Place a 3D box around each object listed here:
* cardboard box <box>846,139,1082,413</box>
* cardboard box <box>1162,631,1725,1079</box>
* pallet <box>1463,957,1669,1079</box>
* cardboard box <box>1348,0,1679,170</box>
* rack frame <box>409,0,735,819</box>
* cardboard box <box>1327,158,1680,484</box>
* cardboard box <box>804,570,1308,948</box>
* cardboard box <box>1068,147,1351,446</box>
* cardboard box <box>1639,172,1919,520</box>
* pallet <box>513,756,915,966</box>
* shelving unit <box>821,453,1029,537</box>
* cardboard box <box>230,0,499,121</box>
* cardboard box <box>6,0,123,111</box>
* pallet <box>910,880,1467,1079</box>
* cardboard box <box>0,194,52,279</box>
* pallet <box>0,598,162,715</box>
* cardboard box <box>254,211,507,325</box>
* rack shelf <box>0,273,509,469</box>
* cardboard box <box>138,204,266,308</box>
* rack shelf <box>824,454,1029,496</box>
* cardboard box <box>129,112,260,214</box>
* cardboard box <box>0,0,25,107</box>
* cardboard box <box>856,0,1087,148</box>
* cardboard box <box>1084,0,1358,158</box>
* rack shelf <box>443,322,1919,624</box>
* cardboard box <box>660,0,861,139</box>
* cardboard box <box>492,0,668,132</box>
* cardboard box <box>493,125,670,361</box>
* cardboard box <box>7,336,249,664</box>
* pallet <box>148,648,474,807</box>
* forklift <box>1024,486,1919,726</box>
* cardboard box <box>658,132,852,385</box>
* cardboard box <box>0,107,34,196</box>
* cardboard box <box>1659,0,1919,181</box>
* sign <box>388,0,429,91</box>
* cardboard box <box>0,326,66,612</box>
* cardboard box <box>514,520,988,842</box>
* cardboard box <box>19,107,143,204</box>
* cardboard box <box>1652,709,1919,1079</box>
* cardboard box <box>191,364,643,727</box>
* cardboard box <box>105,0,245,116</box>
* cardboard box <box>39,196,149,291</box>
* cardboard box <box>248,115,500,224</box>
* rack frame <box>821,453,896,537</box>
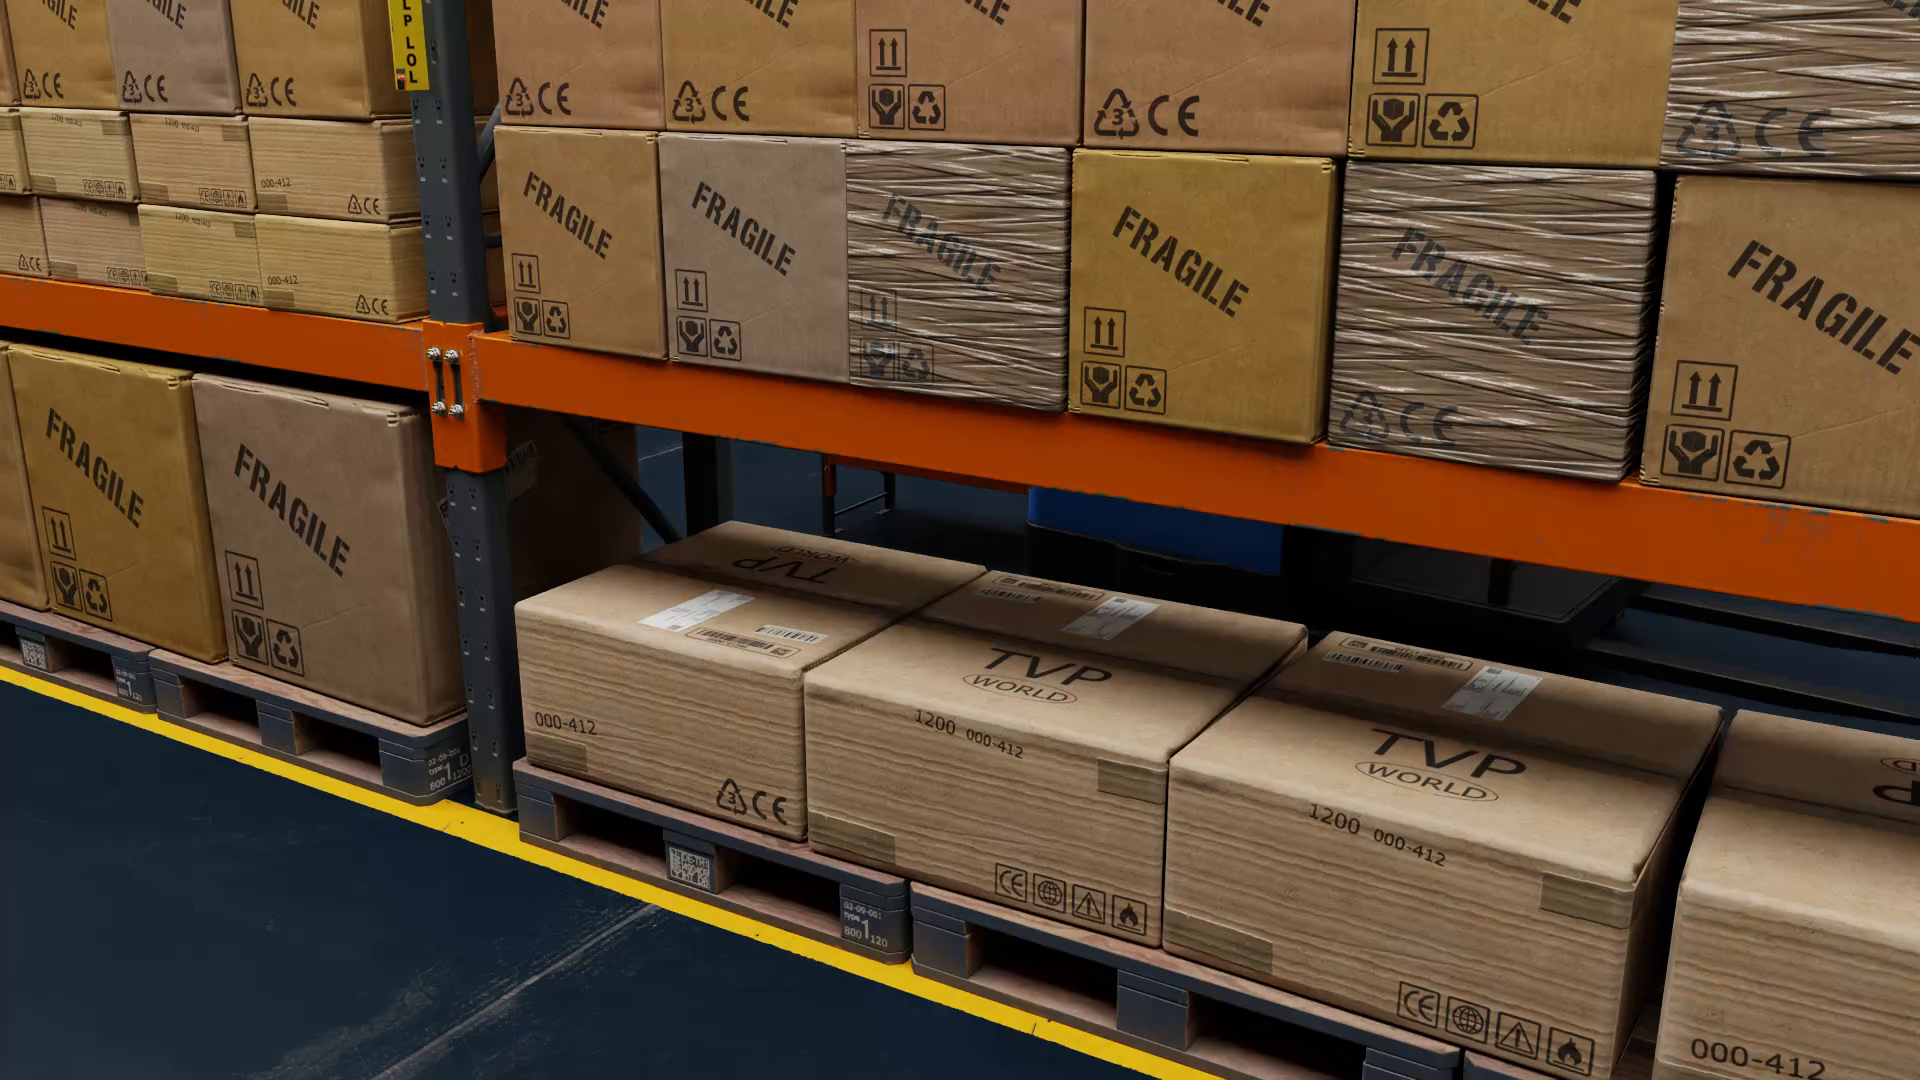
[{"bbox_3d":[0.112,-0.582,3.465,0.500,0.500,0.500,10,20,30],"label":"cardboard box"},{"bbox_3d":[1.011,0.595,3.447,0.875,0.438,0.875,11,20,32],"label":"cardboard box"},{"bbox_3d":[1.688,1.015,3.177,1.213,0.211,1.003,10,20,30],"label":"pallet"},{"bbox_3d":[0.995,-0.906,2.810,0.500,0.500,0.500,10,20,30],"label":"cardboard box"},{"bbox_3d":[-0.998,-0.826,4.438,0.127,3.000,1.000,10,20,30],"label":"rack frame"},{"bbox_3d":[0.998,-0.429,2.959,0.500,0.500,0.500,11,20,32],"label":"cardboard box"},{"bbox_3d":[0.244,0.458,3.900,0.875,0.438,0.875,9,19,28],"label":"cardboard box"},{"bbox_3d":[0.551,-0.504,3.207,0.500,0.500,0.500,11,20,32],"label":"cardboard box"},{"bbox_3d":[1.441,-0.353,2.710,0.500,0.500,0.500,10,19,29],"label":"cardboard box"},{"bbox_3d":[-0.391,0.644,4.399,1.213,0.211,1.003,10,20,30],"label":"pallet"},{"bbox_3d":[0.006,-0.537,6.714,1.048,1.125,0.538,10,20,30],"label":"shelving unit"},{"bbox_3d":[-1.510,-1.358,4.297,0.500,0.500,0.500,11,20,32],"label":"cardboard box"},{"bbox_3d":[-2.377,-1.516,4.820,0.500,0.500,0.500,11,20,32],"label":"cardboard box"},{"bbox_3d":[0.653,0.829,3.789,1.213,0.211,1.003,10,20,30],"label":"pallet"},{"bbox_3d":[-2.808,-0.996,5.258,0.500,0.250,0.500,10,20,30],"label":"cardboard box"},{"bbox_3d":[-2.739,0.225,5.778,1.213,0.211,1.003,10,20,30],"label":"pallet"},{"bbox_3d":[-1.512,-0.760,4.479,0.500,0.250,0.500,10,19,29],"label":"cardboard box"},{"bbox_3d":[-2.702,-0.786,5.544,4.000,0.370,1.077,10,20,30],"label":"rack shelf"},{"bbox_3d":[-1.946,-0.837,4.735,0.500,0.250,0.500,10,19,29],"label":"cardboard box"},{"bbox_3d":[0.006,-0.303,6.785,1.000,0.278,0.538,10,20,30],"label":"rack shelf"},{"bbox_3d":[-1.931,-1.074,4.654,0.500,0.250,0.500,11,20,31],"label":"cardboard box"},{"bbox_3d":[-2.826,-1.591,5.067,0.500,0.500,0.500,10,20,31],"label":"cardboard box"},{"bbox_3d":[0.139,-1.060,3.318,0.500,0.500,0.500,11,20,31],"label":"cardboard box"},{"bbox_3d":[0.567,-0.983,3.064,0.500,0.500,0.500,10,20,30],"label":"cardboard box"},{"bbox_3d":[0.706,-0.177,3.541,4.000,0.370,1.077,10,20,30],"label":"rack shelf"},{"bbox_3d":[-0.292,-1.141,3.584,0.500,0.500,0.500,10,19,29],"label":"cardboard box"},{"bbox_3d":[-0.719,-1.219,3.842,0.500,0.500,0.500,10,20,30],"label":"cardboard box"},{"bbox_3d":[-0.735,-0.737,3.975,0.500,0.500,0.500,11,20,32],"label":"cardboard box"},{"bbox_3d":[-2.342,-0.220,5.377,0.875,0.875,0.875,11,20,32],"label":"cardboard box"},{"bbox_3d":[-1.695,0.410,5.168,1.213,0.211,1.003,10,20,30],"label":"pallet"},{"bbox_3d":[1.712,-1.026,5.215,3.031,2.935,1.130,13,21,36],"label":"forklift"},{"bbox_3d":[-0.309,-0.660,3.720,0.500,0.500,0.500,10,20,30],"label":"cardboard box"},{"bbox_3d":[-2.821,-1.225,5.151,0.500,0.250,0.500,11,20,31],"label":"cardboard box"},{"bbox_3d":[1.414,-0.830,2.560,0.500,0.500,0.500,10,20,30],"label":"cardboard box"},{"bbox_3d":[-1.274,-1.206,3.834,0.005,0.325,0.100,10,20,30],"label":"sign"},{"bbox_3d":[-3.104,-0.356,5.825,0.875,0.875,0.875,10,20,31],"label":"cardboard box"},{"bbox_3d":[-0.519,0.322,4.347,0.875,0.438,0.875,10,19,29],"label":"cardboard box"},{"bbox_3d":[-2.375,-1.151,4.908,0.500,0.250,0.500,11,20,31],"label":"cardboard box"},{"bbox_3d":[1.796,0.732,2.995,0.875,0.438,0.875,9,19,28],"label":"cardboard box"},{"bbox_3d":[-1.568,-0.084,4.931,0.875,0.875,0.875,11,20,32],"label":"cardboard box"},{"bbox_3d":[-1.955,-1.434,4.550,0.500,0.500,0.500,11,20,31],"label":"cardboard box"},{"bbox_3d":[-2.366,-0.919,5.003,0.500,0.250,0.500,10,19,29],"label":"cardboard box"},{"bbox_3d":[-1.501,-1.000,4.410,0.500,0.250,0.500,10,20,30],"label":"cardboard box"},{"bbox_3d":[-0.427,-0.615,6.969,0.032,1.125,0.500,10,20,30],"label":"rack frame"}]
